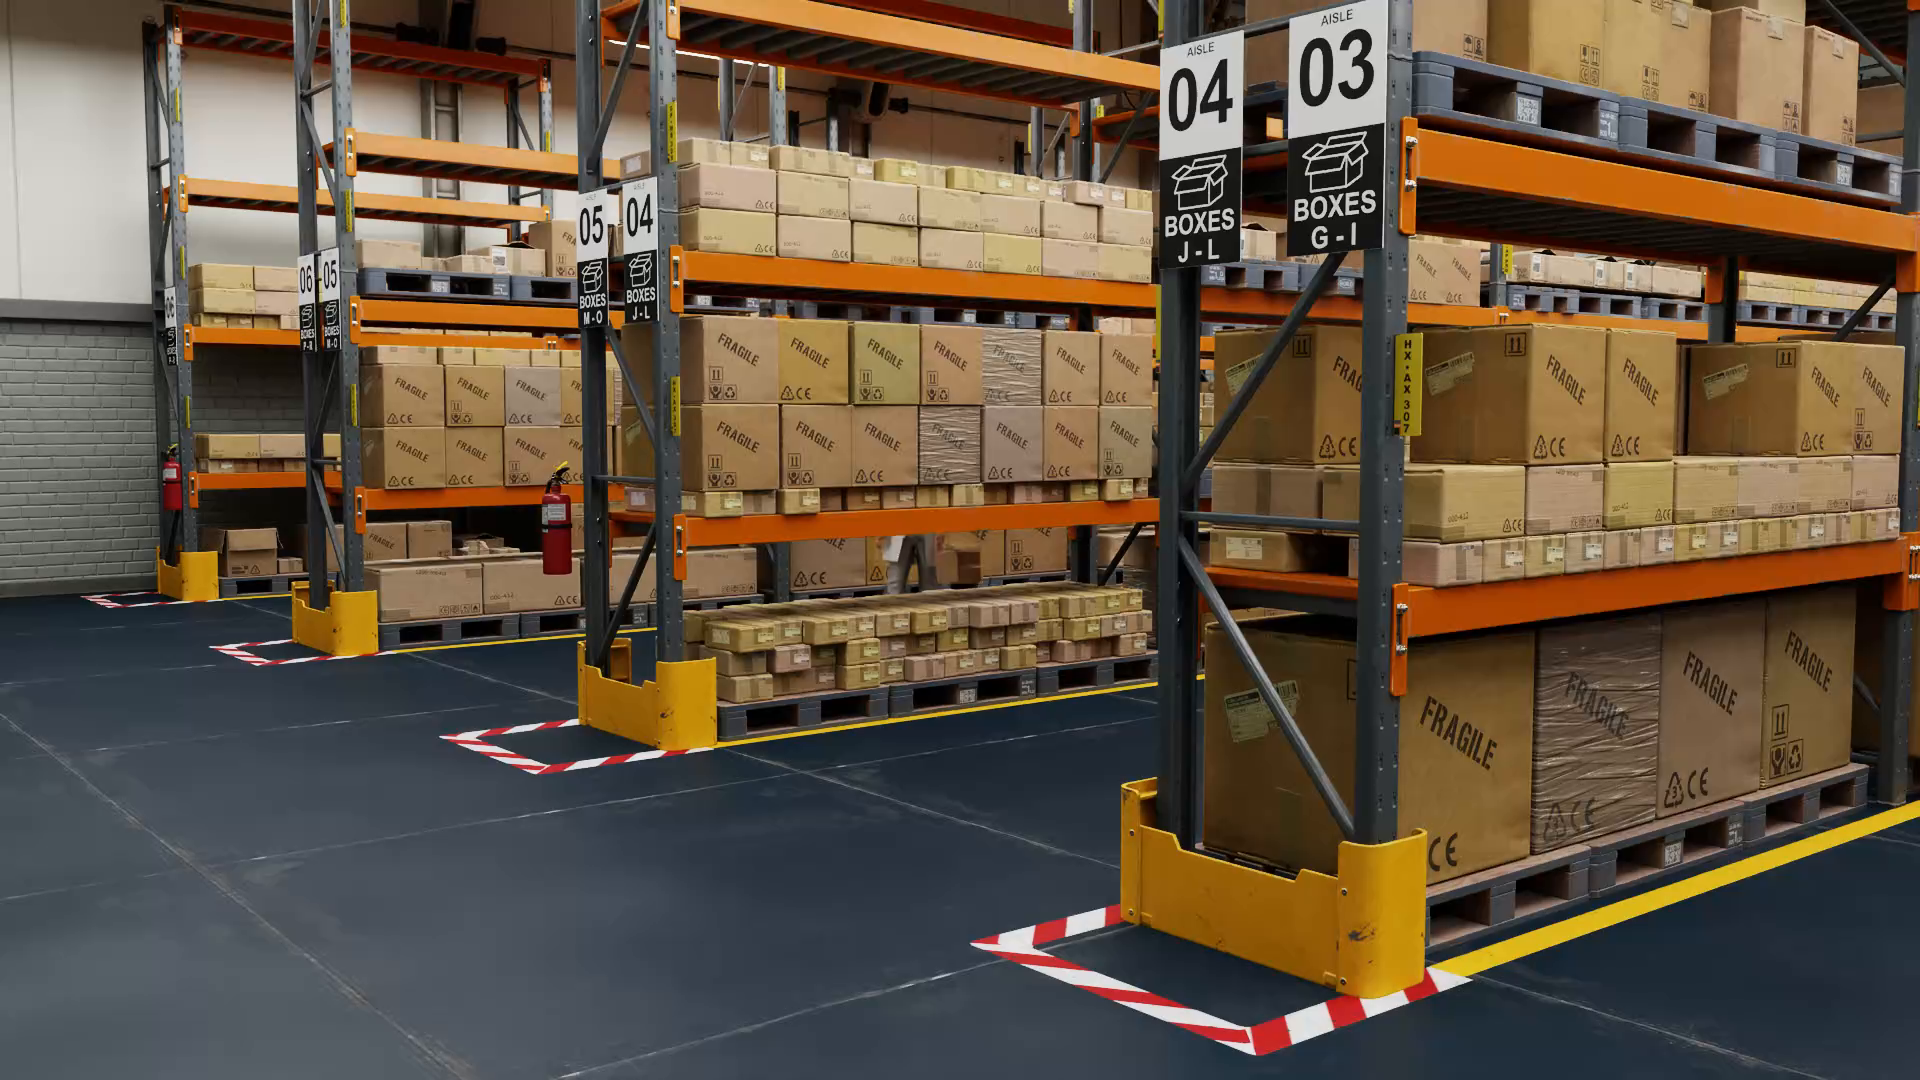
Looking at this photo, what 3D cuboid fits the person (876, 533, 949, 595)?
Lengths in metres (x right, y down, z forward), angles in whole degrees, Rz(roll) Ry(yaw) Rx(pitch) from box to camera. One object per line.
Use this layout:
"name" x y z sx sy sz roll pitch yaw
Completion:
"person" -0.370 -0.023 13.545 0.640 1.778 0.613 0 4 5
